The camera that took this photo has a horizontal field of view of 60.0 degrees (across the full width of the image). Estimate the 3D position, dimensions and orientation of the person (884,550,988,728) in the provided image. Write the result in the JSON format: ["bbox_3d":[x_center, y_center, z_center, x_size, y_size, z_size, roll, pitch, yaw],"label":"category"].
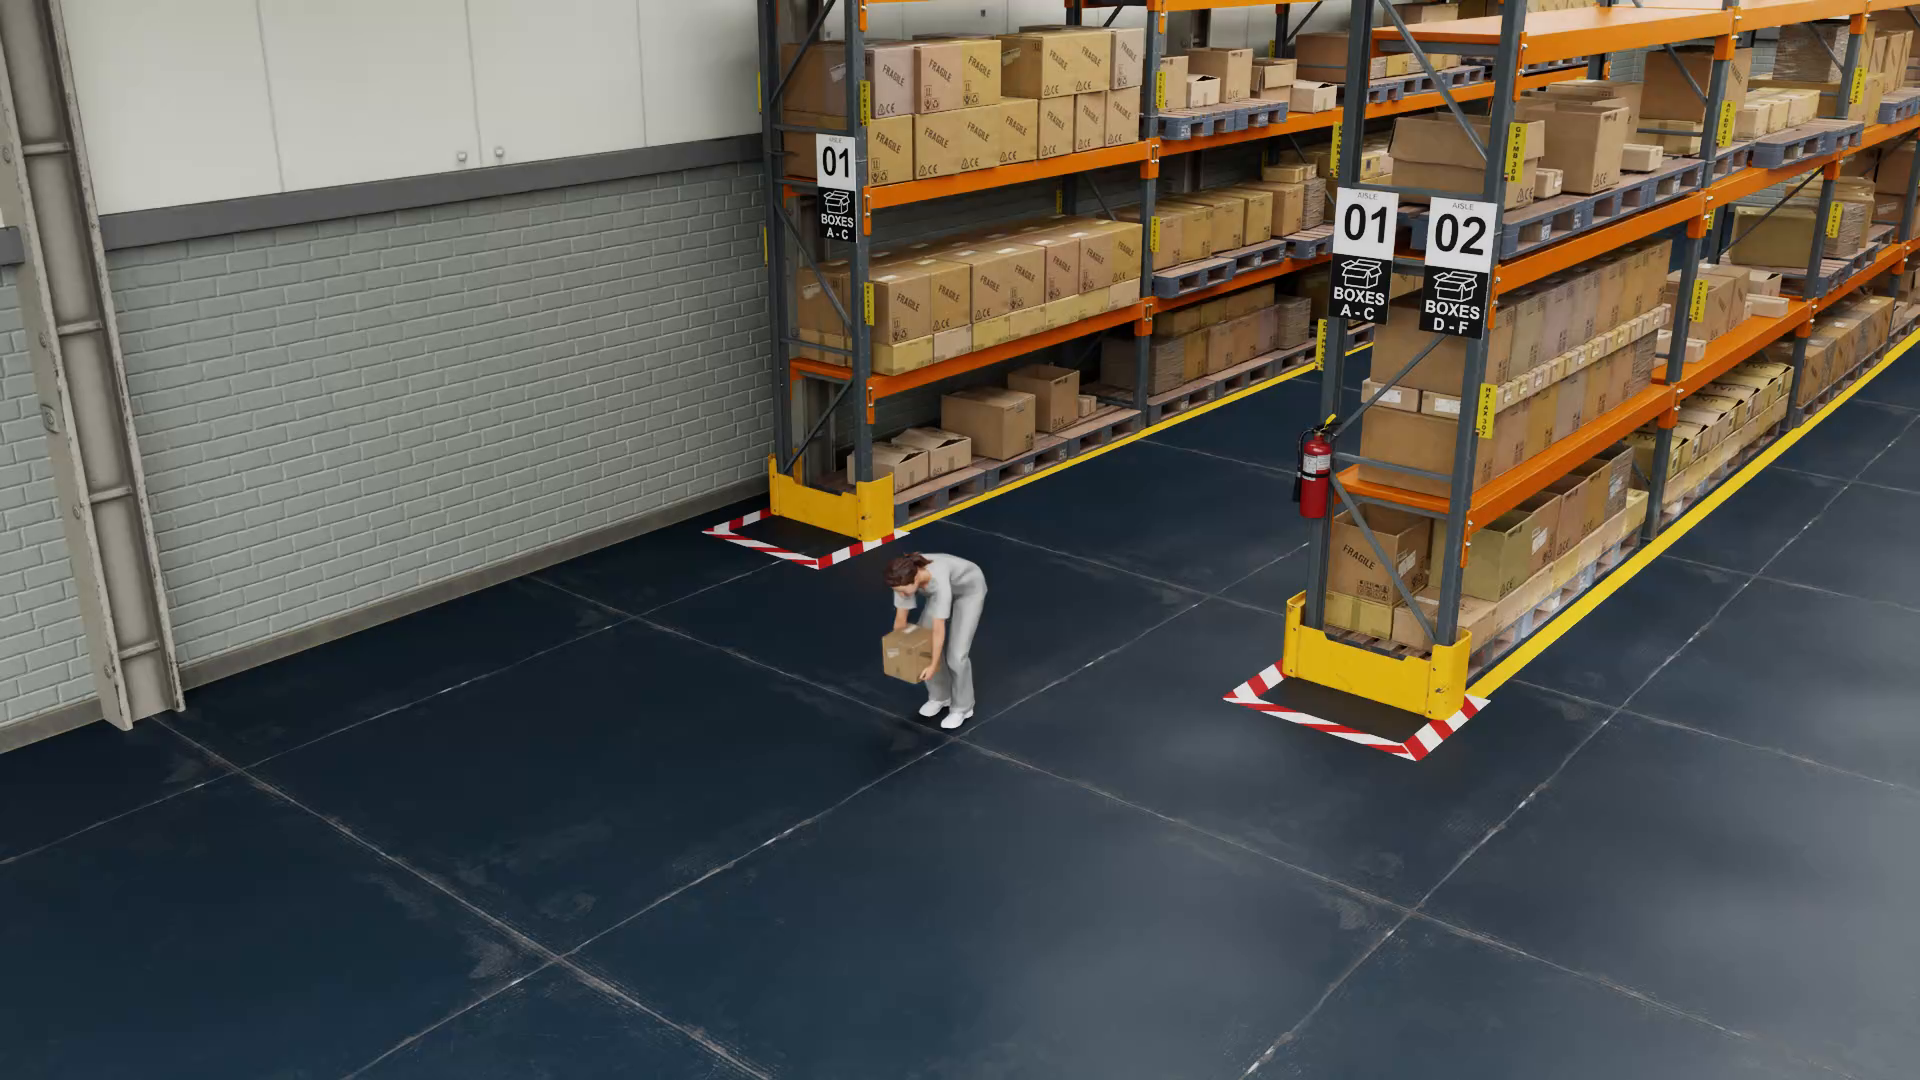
[{"bbox_3d":[-0.172,0.586,10.162,0.429,1.214,0.836,15,25,35],"label":"person"}]
